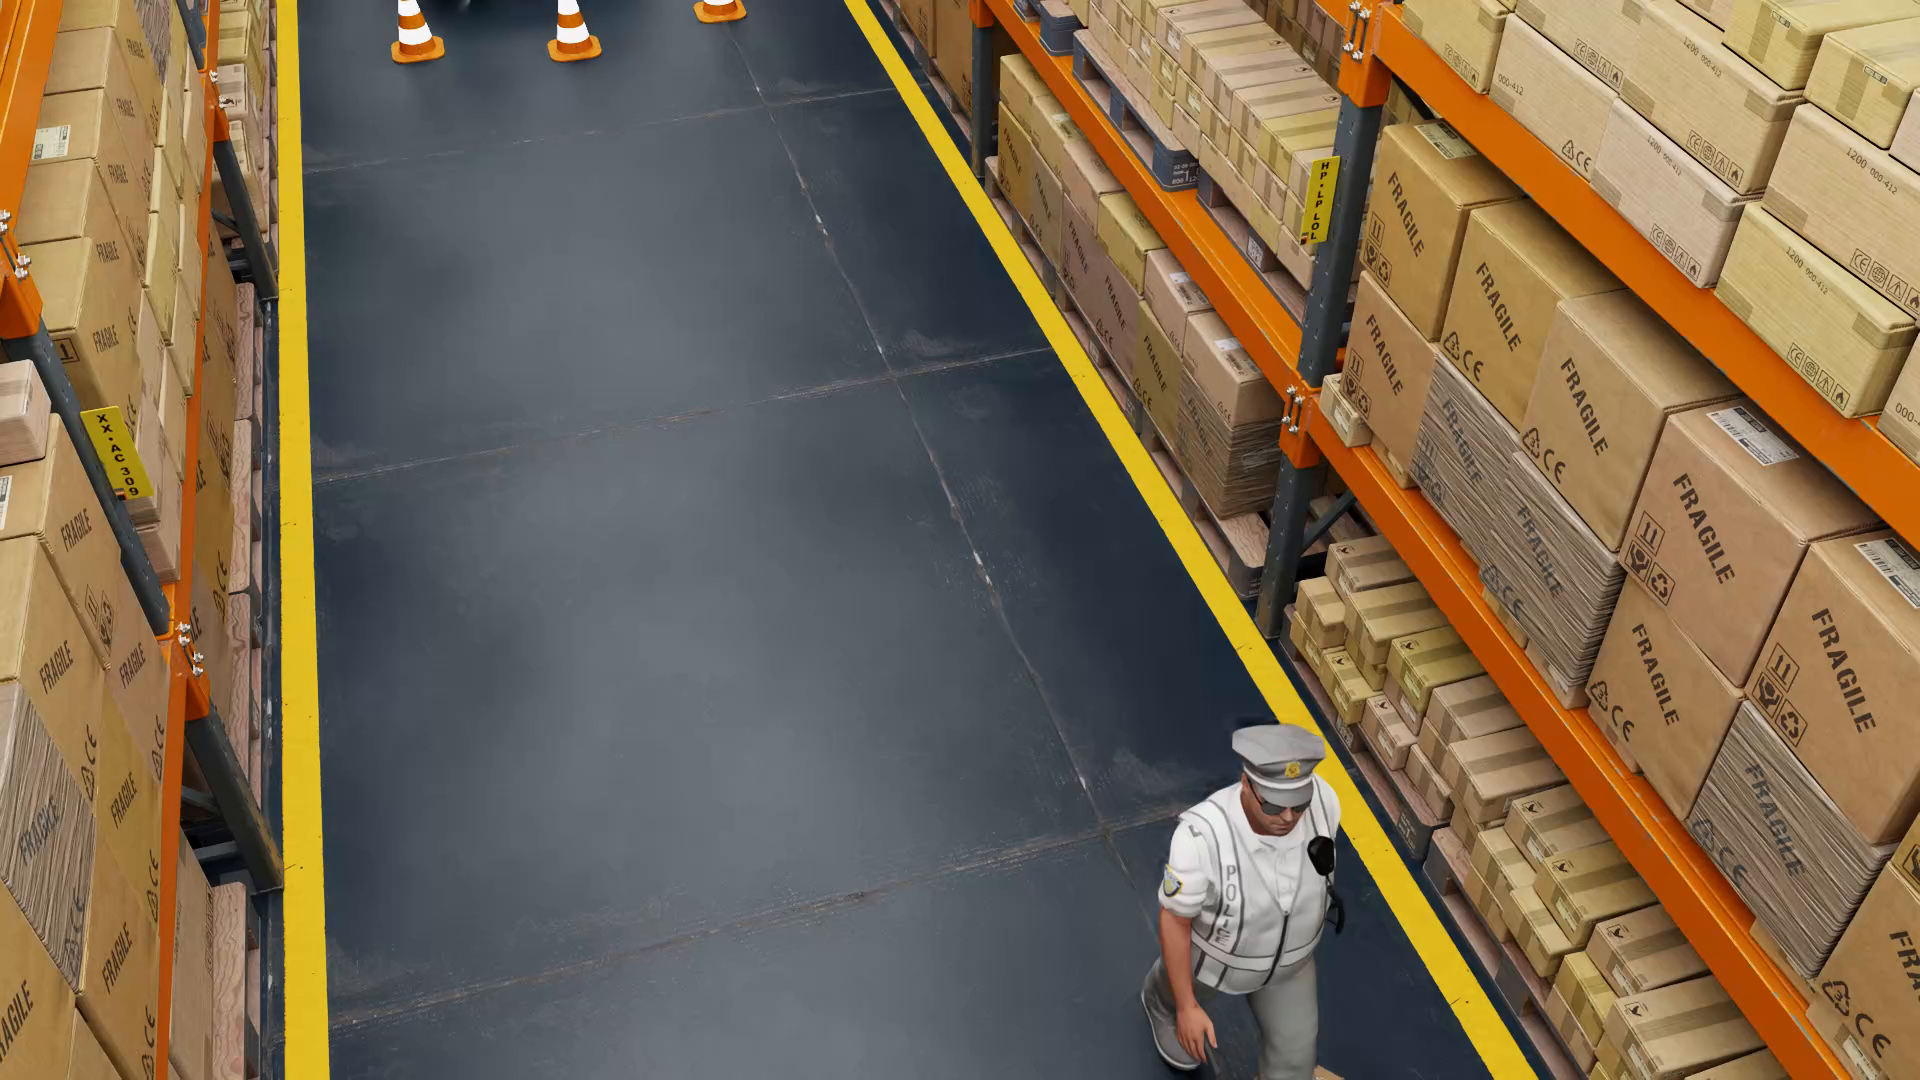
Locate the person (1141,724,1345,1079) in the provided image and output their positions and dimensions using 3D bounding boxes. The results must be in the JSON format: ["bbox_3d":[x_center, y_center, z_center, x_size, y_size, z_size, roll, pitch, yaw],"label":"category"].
[{"bbox_3d":[0.844,1.203,4.784,0.593,1.739,0.956,-10,43,-11],"label":"person"}]
